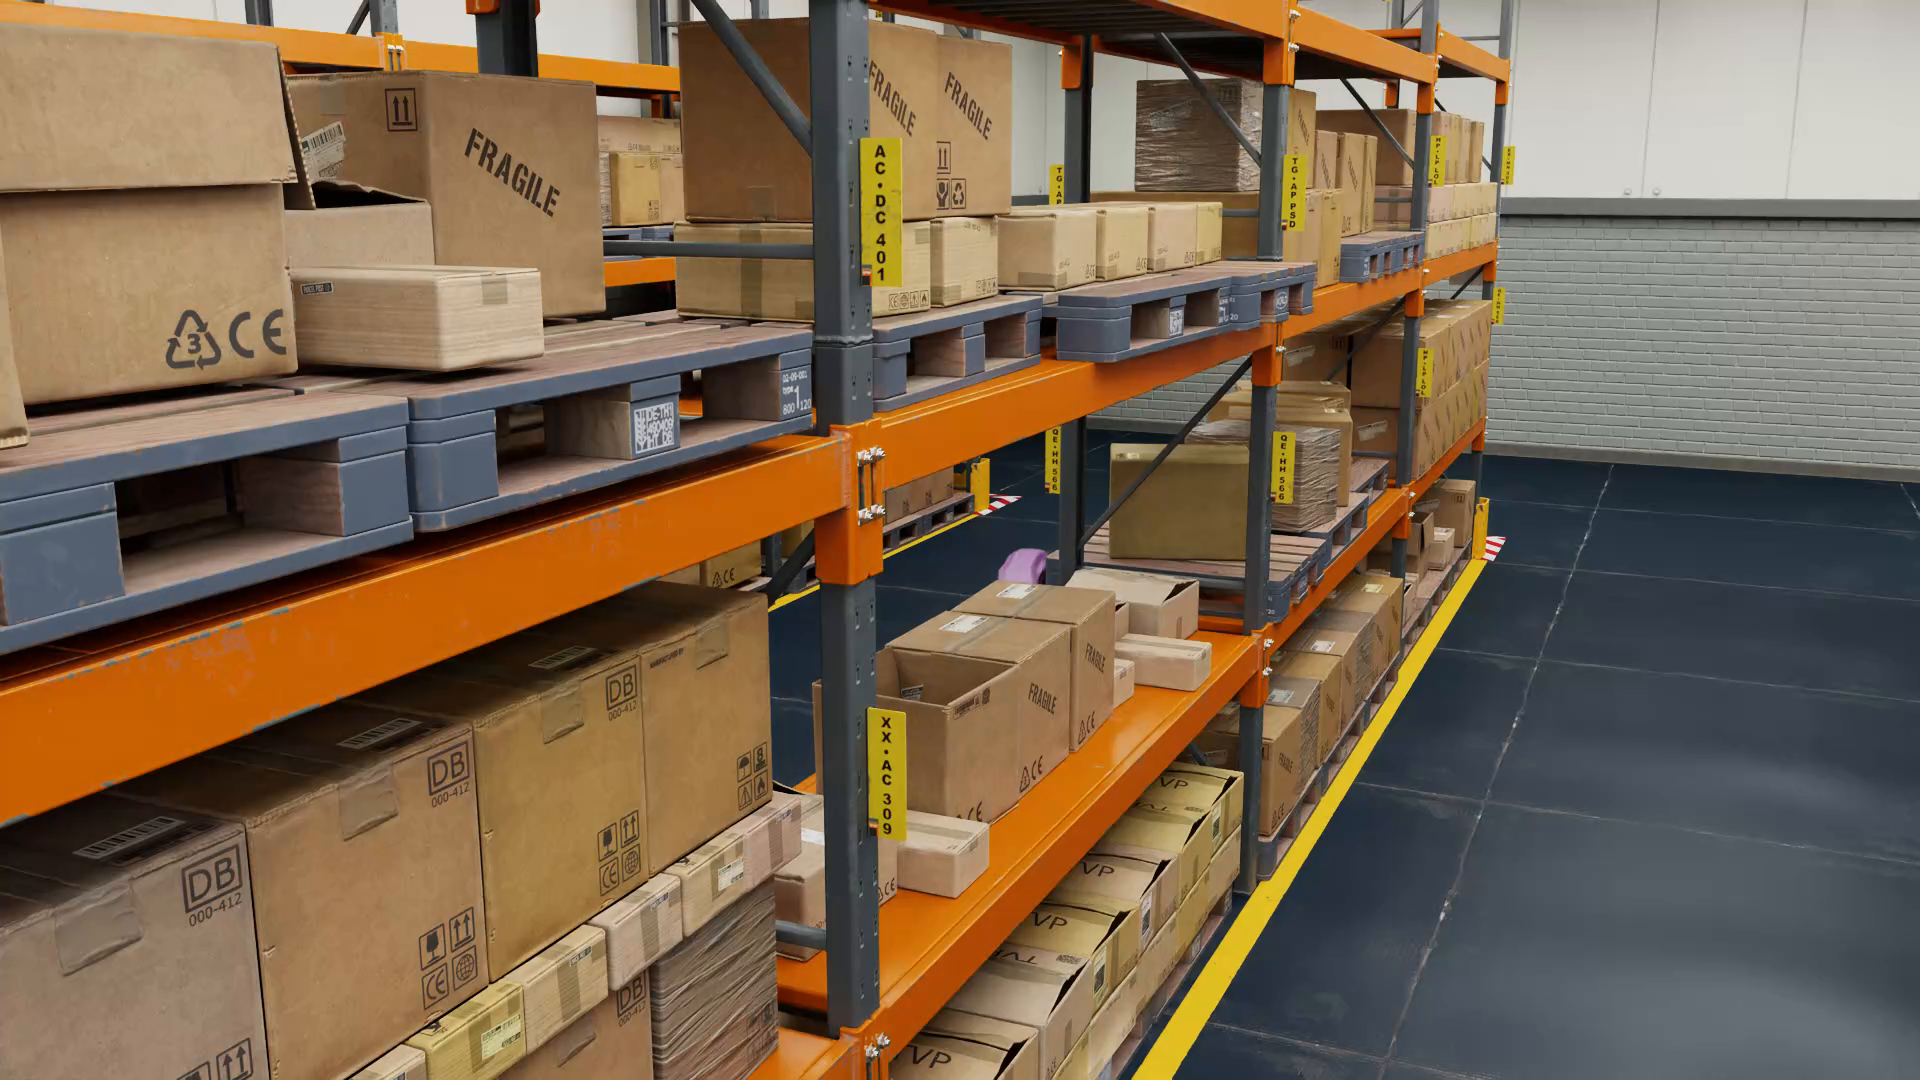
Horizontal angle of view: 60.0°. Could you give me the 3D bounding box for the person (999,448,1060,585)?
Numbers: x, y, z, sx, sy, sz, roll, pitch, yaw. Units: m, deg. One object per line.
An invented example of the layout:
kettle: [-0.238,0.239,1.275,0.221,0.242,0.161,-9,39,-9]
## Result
person: [0.490,0.157,11.287,0.478,1.591,0.346,5,13,20]
